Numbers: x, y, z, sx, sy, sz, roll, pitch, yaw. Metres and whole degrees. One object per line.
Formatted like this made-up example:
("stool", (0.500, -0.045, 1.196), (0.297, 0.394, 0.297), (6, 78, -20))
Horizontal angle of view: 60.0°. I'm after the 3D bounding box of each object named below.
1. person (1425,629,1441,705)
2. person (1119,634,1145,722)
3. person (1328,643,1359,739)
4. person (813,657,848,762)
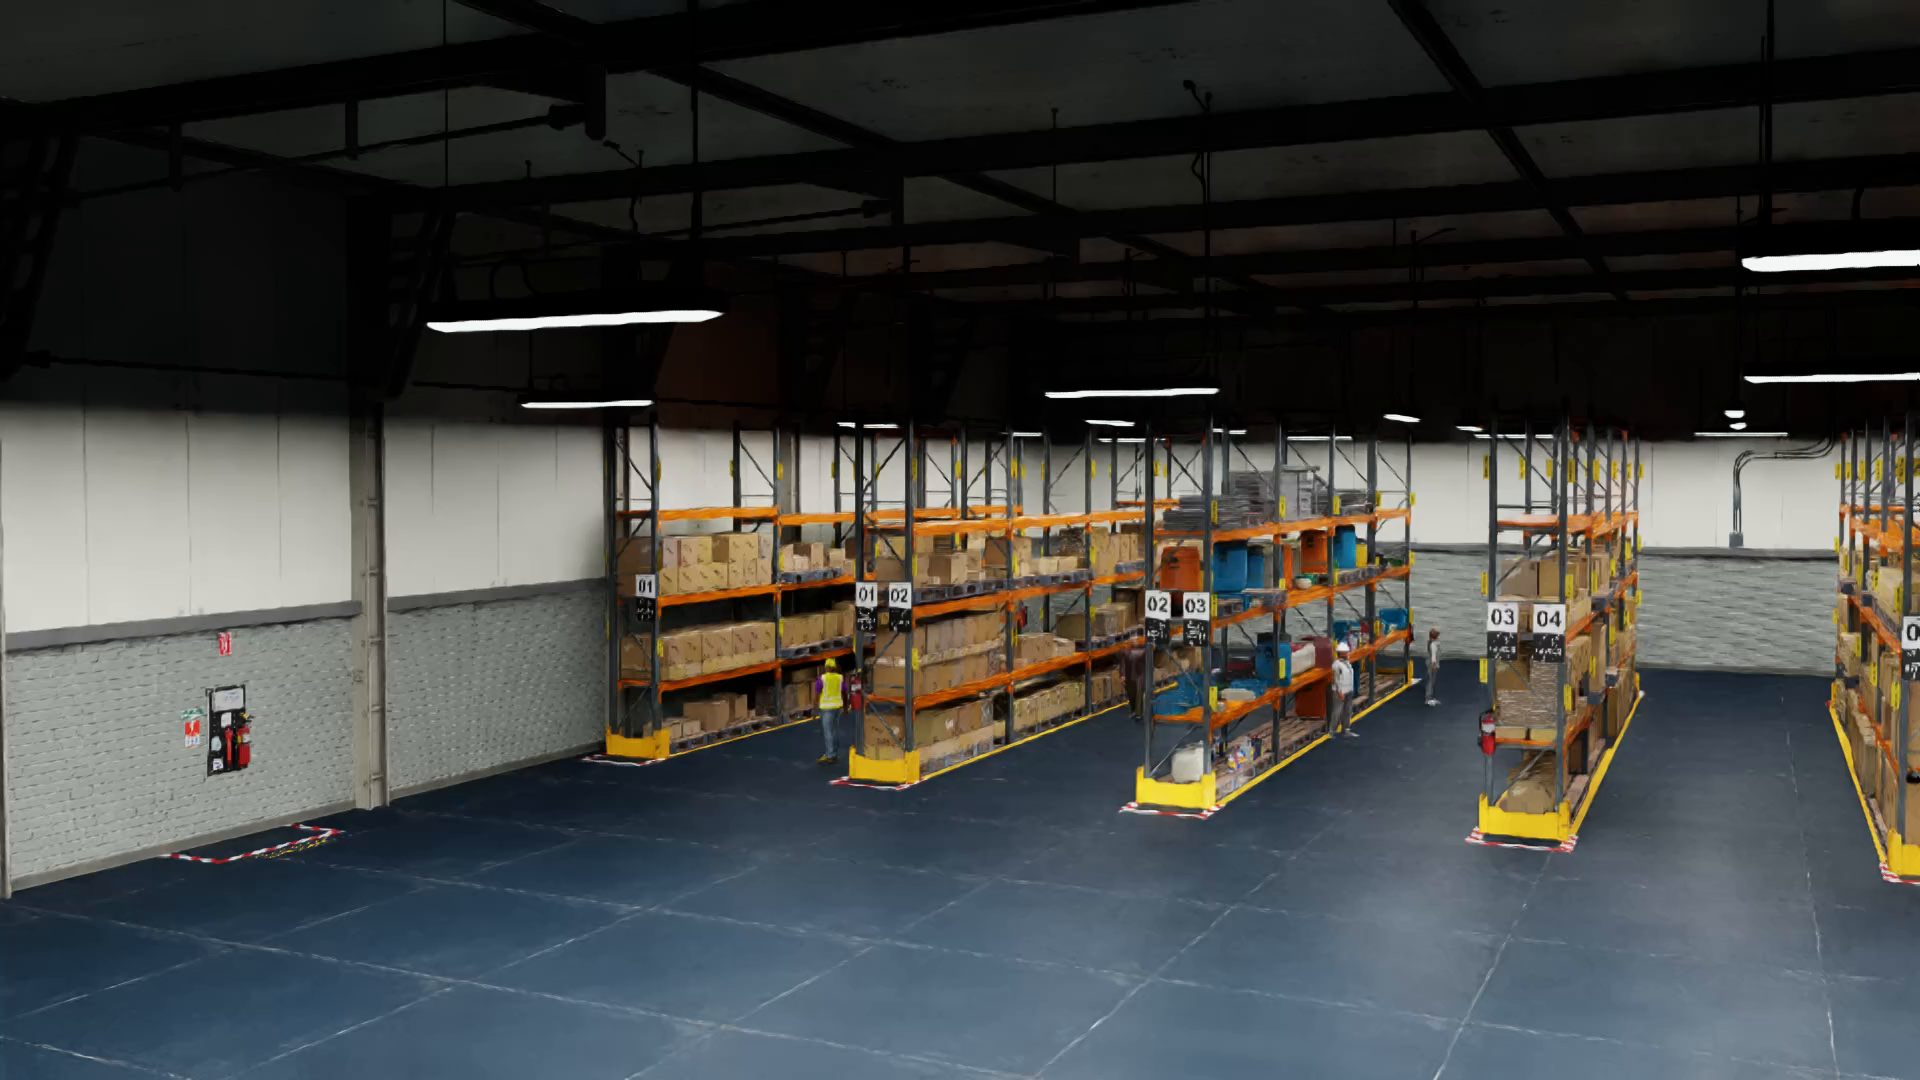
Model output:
("person", (10.107, 2.696, 35.525), (0.322, 1.605, 0.490), (0, 2, 11))
("person", (3.459, 2.733, 33.143), (0.580, 1.715, 1.102), (1, 3, 17))
("person", (7.098, 2.801, 30.880), (0.392, 1.772, 0.678), (2, 3, 44))
("person", (-2.239, 2.899, 28.664), (0.669, 1.764, 0.574), (-2, 3, -37))
